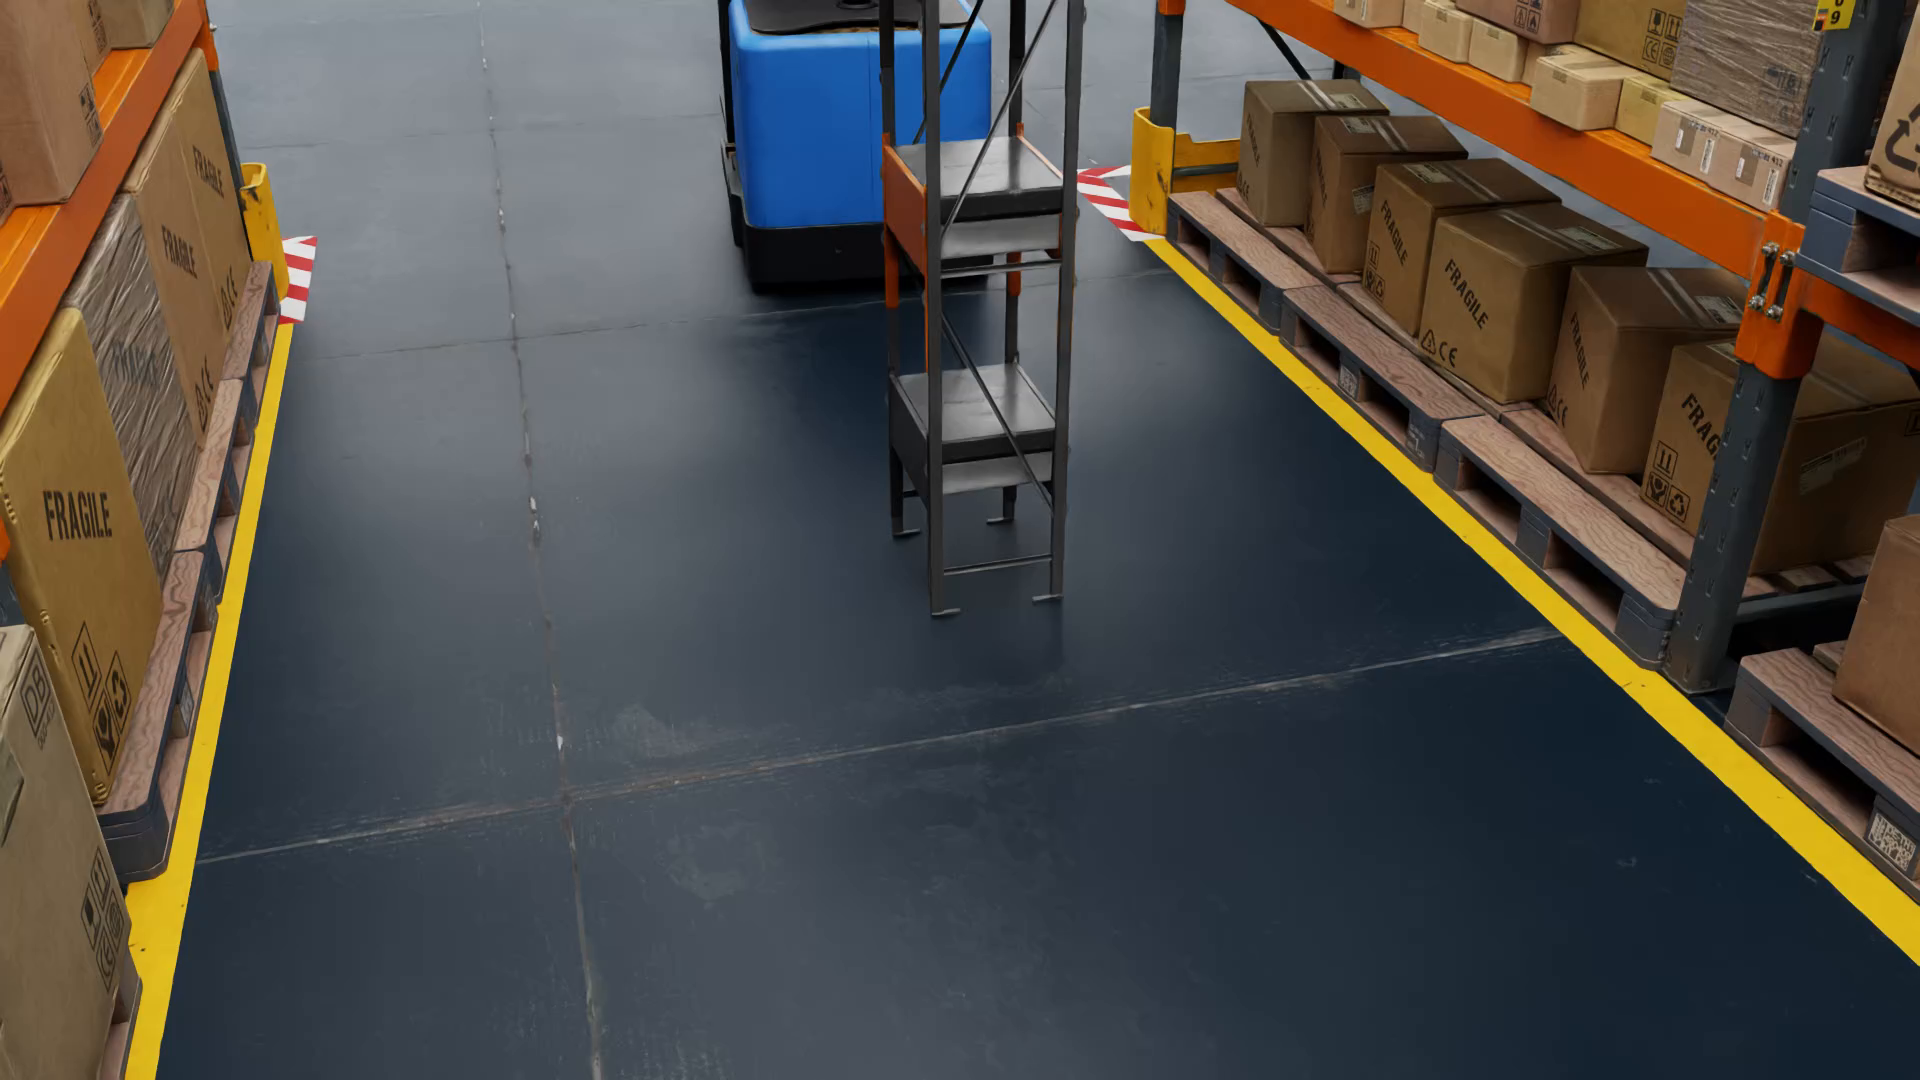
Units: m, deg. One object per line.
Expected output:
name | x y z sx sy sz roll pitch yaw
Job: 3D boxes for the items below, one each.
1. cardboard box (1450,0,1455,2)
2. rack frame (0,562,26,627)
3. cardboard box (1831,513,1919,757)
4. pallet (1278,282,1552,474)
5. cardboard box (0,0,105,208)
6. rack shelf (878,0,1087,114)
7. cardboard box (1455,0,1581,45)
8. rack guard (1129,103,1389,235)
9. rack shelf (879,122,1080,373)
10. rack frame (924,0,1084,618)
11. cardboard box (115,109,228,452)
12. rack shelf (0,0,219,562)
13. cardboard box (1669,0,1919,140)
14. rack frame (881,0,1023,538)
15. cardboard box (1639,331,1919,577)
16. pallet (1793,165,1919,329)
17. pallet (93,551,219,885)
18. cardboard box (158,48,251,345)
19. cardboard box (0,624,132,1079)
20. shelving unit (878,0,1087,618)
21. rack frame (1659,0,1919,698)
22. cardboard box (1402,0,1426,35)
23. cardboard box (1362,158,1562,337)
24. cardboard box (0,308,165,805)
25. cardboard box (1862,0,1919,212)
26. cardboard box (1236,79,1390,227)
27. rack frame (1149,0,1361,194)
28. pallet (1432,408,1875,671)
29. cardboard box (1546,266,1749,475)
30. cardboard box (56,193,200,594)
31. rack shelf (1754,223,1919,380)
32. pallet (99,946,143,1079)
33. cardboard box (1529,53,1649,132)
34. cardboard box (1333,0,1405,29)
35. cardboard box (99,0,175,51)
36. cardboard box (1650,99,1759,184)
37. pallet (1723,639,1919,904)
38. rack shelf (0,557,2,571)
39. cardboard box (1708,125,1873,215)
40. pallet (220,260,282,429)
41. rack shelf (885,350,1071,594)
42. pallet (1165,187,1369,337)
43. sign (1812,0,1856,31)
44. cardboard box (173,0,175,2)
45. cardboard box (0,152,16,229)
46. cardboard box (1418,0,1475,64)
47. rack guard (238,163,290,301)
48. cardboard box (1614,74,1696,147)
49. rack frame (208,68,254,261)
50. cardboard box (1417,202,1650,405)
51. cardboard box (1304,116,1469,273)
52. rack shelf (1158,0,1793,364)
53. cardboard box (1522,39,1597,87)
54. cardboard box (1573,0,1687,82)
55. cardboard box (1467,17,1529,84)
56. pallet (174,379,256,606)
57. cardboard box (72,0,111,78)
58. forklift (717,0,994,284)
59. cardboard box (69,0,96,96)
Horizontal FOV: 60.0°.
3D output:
cardboard box | 1.957 -2.084 5.460 0.875 0.500 0.500 -8 31 -13
rack frame | -2.371 -0.355 2.869 1.000 3.000 0.127 -8 31 -13
cardboard box | 2.581 0.225 3.923 0.700 0.500 0.500 -10 32 -17
pallet | 1.899 -0.669 6.195 1.003 0.211 1.213 -8 31 -13
cardboard box | -2.678 -1.135 4.068 0.875 0.550 0.550 -8 31 -13
rack shelf | 0.044 -1.423 4.242 0.431 0.518 0.480 -8 31 -13
cardboard box | 2.050 -1.837 5.033 0.875 0.500 0.500 -8 31 -13
rack guard | 1.397 -1.779 7.824 1.175 0.500 0.348 -8 31 -13
rack shelf | 0.044 -0.817 4.593 0.431 0.518 0.480 -8 31 -13
rack frame | 0.109 -0.711 4.382 0.400 2.100 0.015 -8 31 -13
cardboard box | -2.953 -0.806 5.349 0.875 0.875 0.875 -8 31 -14
rack shelf | -2.901 -1.009 4.718 1.077 0.370 4.000 -8 31 -13
cardboard box | 2.379 -1.363 4.214 0.875 0.500 0.500 -8 31 -13
rack frame | -0.021 -0.947 4.789 0.400 2.100 0.015 -8 31 -13
cardboard box | 2.371 -0.264 4.788 0.500 0.500 0.500 -9 31 -15
pallet | 2.501 -0.494 3.301 1.003 0.211 1.213 -8 31 -13
pallet | -2.497 0.474 4.220 1.003 0.211 1.213 -8 31 -13
cardboard box | -3.189 -1.230 6.083 0.875 0.875 0.875 -8 31 -13
cardboard box | -2.119 0.725 2.830 1.050 0.750 0.750 -8 31 -14
shelving unit | 0.044 -0.829 4.586 0.431 2.100 0.503 -8 31 -13
rack frame | 2.438 -0.966 3.924 1.000 3.000 0.127 -8 31 -13
cardboard box | 1.721 -1.779 5.580 0.380 0.149 0.250 -8 31 -13
cardboard box | 1.866 -1.105 6.240 0.500 0.500 0.500 -5 30 -9
cardboard box | -2.470 0.070 3.837 0.875 0.875 0.875 -7 31 -13
cardboard box | 2.514 -1.005 2.973 1.000 1.000 1.000 -8 31 -13
cardboard box | 1.526 -1.694 7.258 0.500 0.500 0.500 -2 30 -4
rack frame | 1.377 -2.897 7.262 1.000 3.000 0.127 -8 31 -13
pallet | 2.226 -0.078 5.175 1.003 0.211 1.213 -8 31 -13
cardboard box | 2.211 -0.540 5.264 0.500 0.500 0.500 2 30 3
cardboard box | -2.713 -0.365 4.588 0.875 0.875 0.875 -8 31 -13
rack shelf | 2.969 0.312 2.435 1.077 0.370 4.000 -8 31 -13
pallet | -2.093 1.215 2.941 1.003 0.211 1.213 -8 31 -13
cardboard box | 1.858 -1.278 4.715 0.380 0.149 0.250 -8 31 -13
cardboard box | 1.527 -1.882 5.758 0.380 0.149 0.250 -8 31 -13
cardboard box | -3.123 -1.916 5.416 0.875 0.550 0.550 -8 31 -13
cardboard box | 2.041 -1.044 4.309 0.380 0.149 0.250 -8 31 -13
pallet | 2.646 0.617 3.973 1.003 0.211 1.213 -8 31 -13
rack shelf | -1.840 0.922 1.380 1.077 0.370 4.000 -8 31 -13
cardboard box | 2.098 -0.922 4.099 0.380 0.149 0.250 -8 31 -13
pallet | -3.145 -0.704 6.256 1.003 0.211 1.213 -8 31 -13
rack shelf | 0.044 -0.211 4.943 0.431 0.518 0.480 -8 31 -13
pallet | 1.578 -1.257 7.211 1.003 0.211 1.213 -8 31 -13
sign | 1.917 -1.264 3.576 0.100 0.325 0.005 -8 31 -13
cardboard box | -3.290 -2.179 5.870 0.875 0.550 0.550 -8 31 -13
cardboard box | -2.648 -0.859 3.590 0.875 0.550 0.550 -8 31 -13
cardboard box | 1.714 -1.648 5.354 0.380 0.149 0.250 -8 31 -13
rack guard | -3.439 -1.217 6.853 1.175 0.500 0.348 -8 31 -13
cardboard box | 2.032 -1.172 4.532 0.380 0.149 0.250 -8 31 -13
rack frame | -3.432 -2.287 6.207 1.000 3.000 0.127 -8 31 -13
cardboard box | 1.971 -0.829 5.764 0.500 0.500 0.500 -11 32 -18
cardboard box | 1.718 -1.409 6.767 0.500 0.500 0.500 0 30 0
rack shelf | 1.908 -1.620 5.773 1.077 0.370 4.000 -8 31 -13
cardboard box | 1.919 -1.417 4.954 0.380 0.149 0.250 -8 31 -13
cardboard box | 2.280 -1.609 4.639 0.875 0.500 0.500 -8 31 -13
cardboard box | 1.814 -1.532 5.153 0.380 0.149 0.250 -8 31 -13
pallet | -2.824 -0.116 5.240 1.003 0.211 1.213 -8 31 -13
cardboard box | -3.095 -1.629 4.920 0.875 0.550 0.550 -8 31 -13
forklift | -0.613 -3.061 7.613 1.130 2.935 3.031 -5 30 -8
cardboard box | -2.915 -1.378 4.487 0.875 0.550 0.500 -8 31 -13
